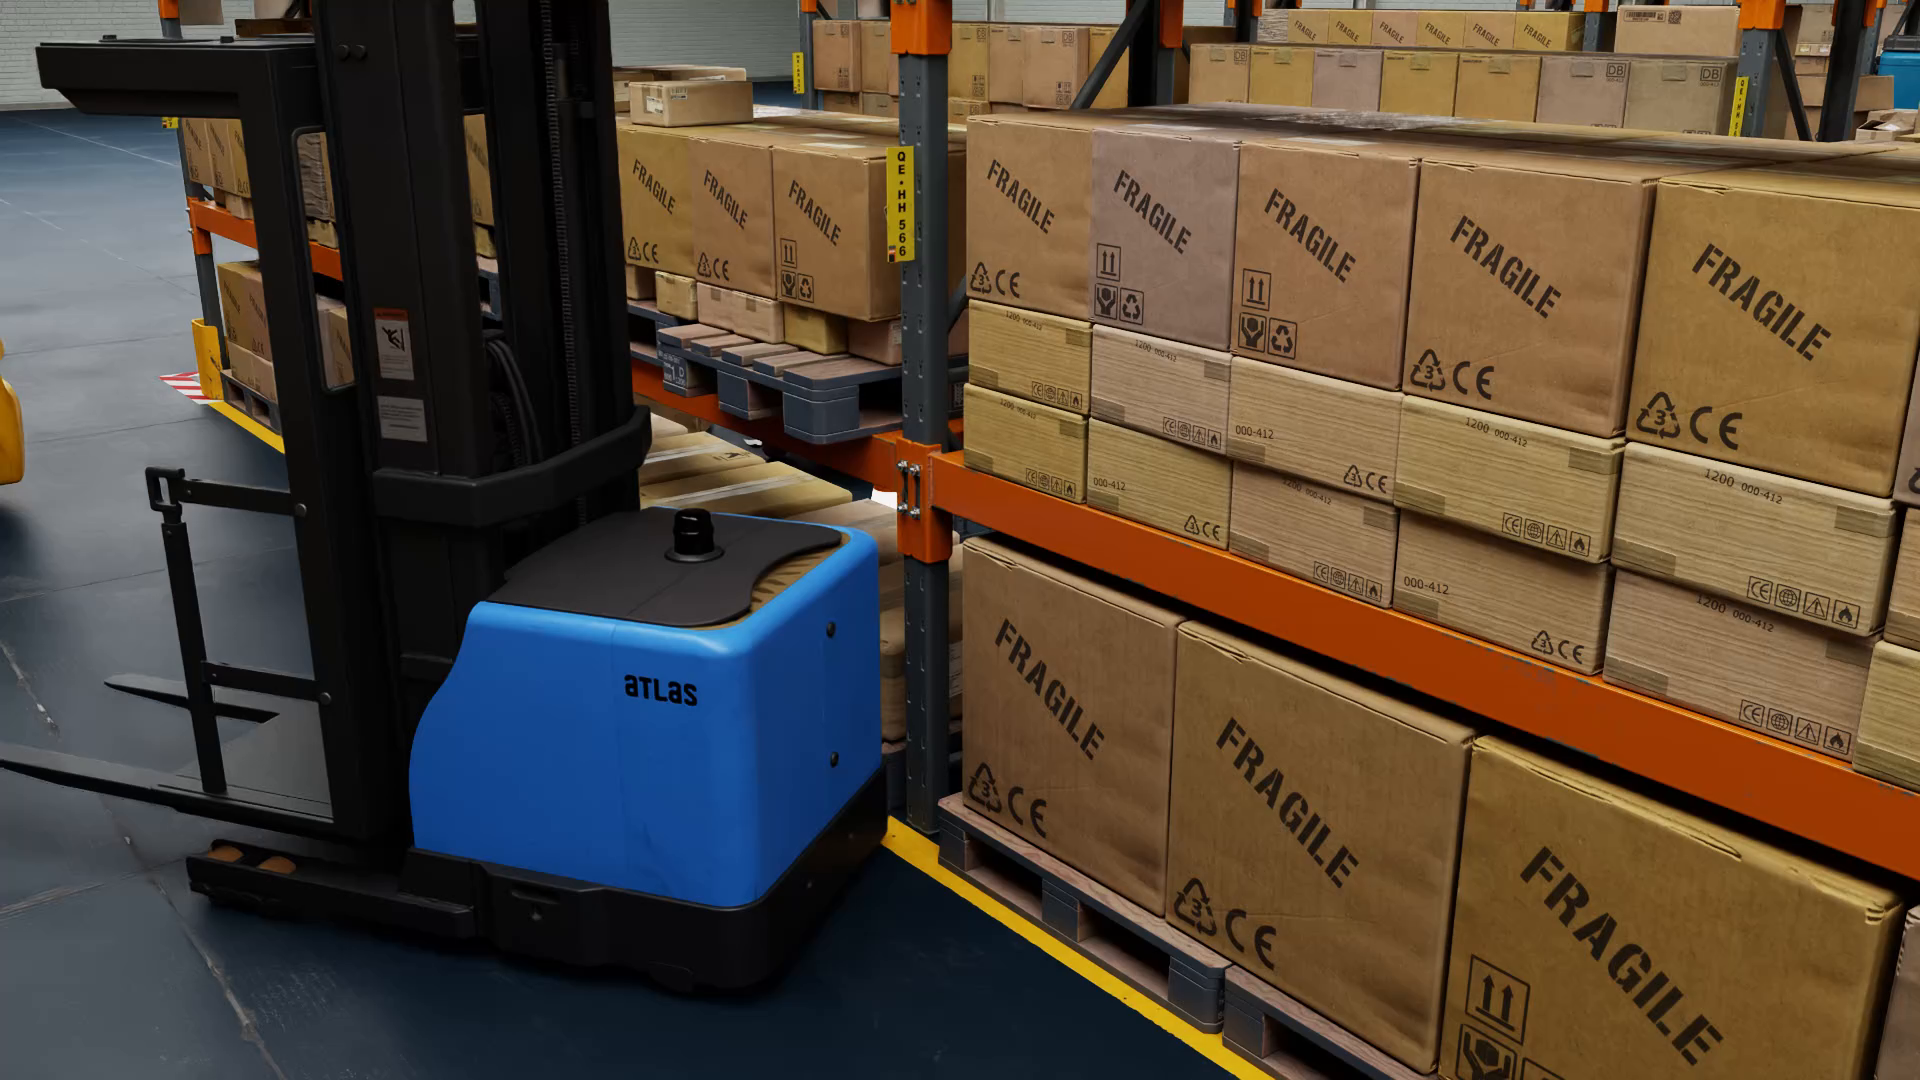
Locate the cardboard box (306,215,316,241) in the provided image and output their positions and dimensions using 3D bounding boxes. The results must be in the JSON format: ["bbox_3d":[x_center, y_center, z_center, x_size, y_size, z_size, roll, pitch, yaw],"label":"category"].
[{"bbox_3d":[-3.440,-1.768,9.330,0.380,0.149,0.250,-14,23,-37],"label":"cardboard box"}]

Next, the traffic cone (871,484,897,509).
[{"bbox_3d":[-0.365,-0.312,8.570,0.336,0.463,0.334,-14,23,-36],"label":"traffic cone"}]

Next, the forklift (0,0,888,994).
[{"bbox_3d":[-1.805,-0.420,4.967,3.031,2.935,1.130,6,19,19],"label":"forklift"}]

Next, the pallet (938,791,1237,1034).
[{"bbox_3d":[0.682,0.969,5.099,1.003,0.211,1.213,-14,23,-36],"label":"pallet"}]

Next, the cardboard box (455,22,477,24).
[{"bbox_3d":[-2.926,-2.622,9.287,0.700,0.500,0.500,-15,23,-37],"label":"cardboard box"}]

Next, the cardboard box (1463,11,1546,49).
[{"bbox_3d":[4.730,-4.327,14.434,0.500,0.500,0.500,-14,23,-36],"label":"cardboard box"}]

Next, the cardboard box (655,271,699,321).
[{"bbox_3d":[-0.883,-0.912,6.077,0.380,0.149,0.250,-13,23,-35],"label":"cardboard box"}]

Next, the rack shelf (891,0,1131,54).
[{"bbox_3d":[-0.990,-2.139,6.422,1.077,0.370,4.000,-14,23,-36],"label":"rack shelf"}]

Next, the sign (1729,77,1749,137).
[{"bbox_3d":[3.636,-1.995,7.773,0.100,0.325,0.005,-14,23,-36],"label":"sign"}]

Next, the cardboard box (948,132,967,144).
[{"bbox_3d":[0.153,-1.107,5.635,0.500,0.500,0.500,-15,23,-38],"label":"cardboard box"}]

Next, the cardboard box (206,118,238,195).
[{"bbox_3d":[-4.315,-2.425,10.283,0.500,0.500,0.500,-13,22,-34],"label":"cardboard box"}]

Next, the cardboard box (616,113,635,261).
[{"bbox_3d":[-1.231,-1.393,6.498,0.500,0.500,0.500,-15,24,-38],"label":"cardboard box"}]

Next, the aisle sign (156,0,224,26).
[{"bbox_3d":[-4.997,-3.723,10.700,0.394,0.787,0.004,-14,23,-36],"label":"aisle sign"}]

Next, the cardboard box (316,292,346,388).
[{"bbox_3d":[-3.445,-1.143,9.555,0.500,0.500,0.500,-13,22,-33],"label":"cardboard box"}]

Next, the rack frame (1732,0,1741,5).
[{"bbox_3d":[10.820,-6.401,22.922,1.000,3.000,0.127,-14,23,-36],"label":"rack frame"}]

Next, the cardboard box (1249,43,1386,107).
[{"bbox_3d":[2.219,-2.815,10.341,0.700,0.500,0.500,-14,23,-37],"label":"cardboard box"}]

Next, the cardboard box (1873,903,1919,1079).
[{"bbox_3d":[2.287,1.094,2.997,0.875,0.875,0.875,-13,22,-34],"label":"cardboard box"}]

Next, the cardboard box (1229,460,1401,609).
[{"bbox_3d":[1.012,-0.069,4.037,0.500,0.250,0.500,-13,22,-34],"label":"cardboard box"}]

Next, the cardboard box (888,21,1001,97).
[{"bbox_3d":[-0.043,-3.728,12.894,0.875,0.550,0.550,-14,23,-36],"label":"cardboard box"}]

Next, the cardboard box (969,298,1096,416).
[{"bbox_3d":[0.372,-0.556,4.714,0.500,0.250,0.500,-14,23,-36],"label":"cardboard box"}]

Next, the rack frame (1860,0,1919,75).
[{"bbox_3d":[9.419,-4.450,17.029,1.000,3.000,0.127,-14,23,-36],"label":"rack frame"}]

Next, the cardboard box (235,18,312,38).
[{"bbox_3d":[-4.227,-3.115,10.774,0.700,0.500,0.500,-15,23,-37],"label":"cardboard box"}]

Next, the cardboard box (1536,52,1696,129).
[{"bbox_3d":[3.483,-2.313,8.827,0.700,0.500,0.500,-14,23,-37],"label":"cardboard box"}]

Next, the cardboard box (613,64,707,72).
[{"bbox_3d":[-1.330,-2.008,7.322,0.380,0.149,0.250,-15,23,-38],"label":"cardboard box"}]

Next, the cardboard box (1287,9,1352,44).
[{"bbox_3d":[3.485,-4.819,15.920,0.500,0.500,0.500,-14,23,-36],"label":"cardboard box"}]

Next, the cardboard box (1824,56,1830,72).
[{"bbox_3d":[11.734,-6.079,21.791,0.700,0.500,0.500,-14,23,-36],"label":"cardboard box"}]

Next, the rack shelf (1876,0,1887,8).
[{"bbox_3d":[10.661,-5.039,15.182,1.077,0.370,4.000,-14,23,-36],"label":"rack shelf"}]

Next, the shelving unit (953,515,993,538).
[{"bbox_3d":[0.005,-0.425,8.215,0.258,0.900,0.210,-14,23,-36],"label":"shelving unit"}]

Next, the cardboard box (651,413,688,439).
[{"bbox_3d":[-1.905,-0.372,8.227,0.950,0.372,0.625,-14,23,-35],"label":"cardboard box"}]

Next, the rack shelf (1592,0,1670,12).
[{"bbox_3d":[6.778,-4.073,12.263,1.077,0.370,4.000,-14,23,-36],"label":"rack shelf"}]

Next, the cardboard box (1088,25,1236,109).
[{"bbox_3d":[1.383,-3.221,11.363,0.875,0.550,0.550,-14,23,-36],"label":"cardboard box"}]

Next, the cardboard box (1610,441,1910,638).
[{"bbox_3d":[1.628,-0.053,3.194,0.500,0.250,0.500,-13,23,-35],"label":"cardboard box"}]

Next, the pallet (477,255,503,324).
[{"bbox_3d":[-1.872,-1.241,7.644,1.003,0.211,1.213,-14,23,-36],"label":"pallet"}]

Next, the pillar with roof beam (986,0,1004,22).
[{"bbox_3d":[-2.462,-15.287,40.213,9.100,9.000,0.400,-14,23,-36],"label":"pillar with roof beam"}]

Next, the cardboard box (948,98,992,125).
[{"bbox_3d":[0.337,-3.098,12.708,0.875,0.550,0.500,-14,23,-36],"label":"cardboard box"}]

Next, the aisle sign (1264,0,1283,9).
[{"bbox_3d":[3.249,-5.777,16.901,0.394,0.787,0.004,-14,23,-36],"label":"aisle sign"}]

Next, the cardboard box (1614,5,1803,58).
[{"bbox_3d":[5.920,-3.744,13.276,1.000,1.000,1.000,-14,23,-36],"label":"cardboard box"}]

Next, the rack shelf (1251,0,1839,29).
[{"bbox_3d":[2.827,-3.130,9.415,1.077,0.370,4.000,-14,23,-36],"label":"rack shelf"}]

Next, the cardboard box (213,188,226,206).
[{"bbox_3d":[-4.667,-2.291,10.910,0.380,0.149,0.250,-14,23,-36],"label":"cardboard box"}]

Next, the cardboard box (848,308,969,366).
[{"bbox_3d":[-0.137,-0.678,5.371,0.380,0.149,0.250,-13,22,-34],"label":"cardboard box"}]

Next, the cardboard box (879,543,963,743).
[{"bbox_3d":[-0.092,0.344,6.065,0.950,0.372,0.625,-16,24,-40],"label":"cardboard box"}]

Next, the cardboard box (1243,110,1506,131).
[{"bbox_3d":[1.102,-0.884,4.511,0.500,0.500,0.500,-13,23,-35],"label":"cardboard box"}]

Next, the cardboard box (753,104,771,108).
[{"bbox_3d":[-1.141,-1.618,7.176,0.500,0.500,0.500,-13,22,-34],"label":"cardboard box"}]

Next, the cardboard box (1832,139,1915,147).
[{"bbox_3d":[4.207,-1.764,7.703,0.380,0.149,0.250,-14,23,-36],"label":"cardboard box"}]

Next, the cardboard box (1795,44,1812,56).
[{"bbox_3d":[11.215,-6.492,22.004,0.380,0.149,0.250,-14,23,-36],"label":"cardboard box"}]

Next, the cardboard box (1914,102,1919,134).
[{"bbox_3d":[7.228,-2.988,11.786,0.700,0.500,0.500,-10,21,-28],"label":"cardboard box"}]

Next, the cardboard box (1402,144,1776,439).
[{"bbox_3d":[1.301,-0.540,3.473,0.500,0.500,0.500,-14,23,-35],"label":"cardboard box"}]

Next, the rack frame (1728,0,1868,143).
[{"bbox_3d":[4.069,-1.554,8.285,1.000,3.000,0.127,-14,23,-36],"label":"rack frame"}]
